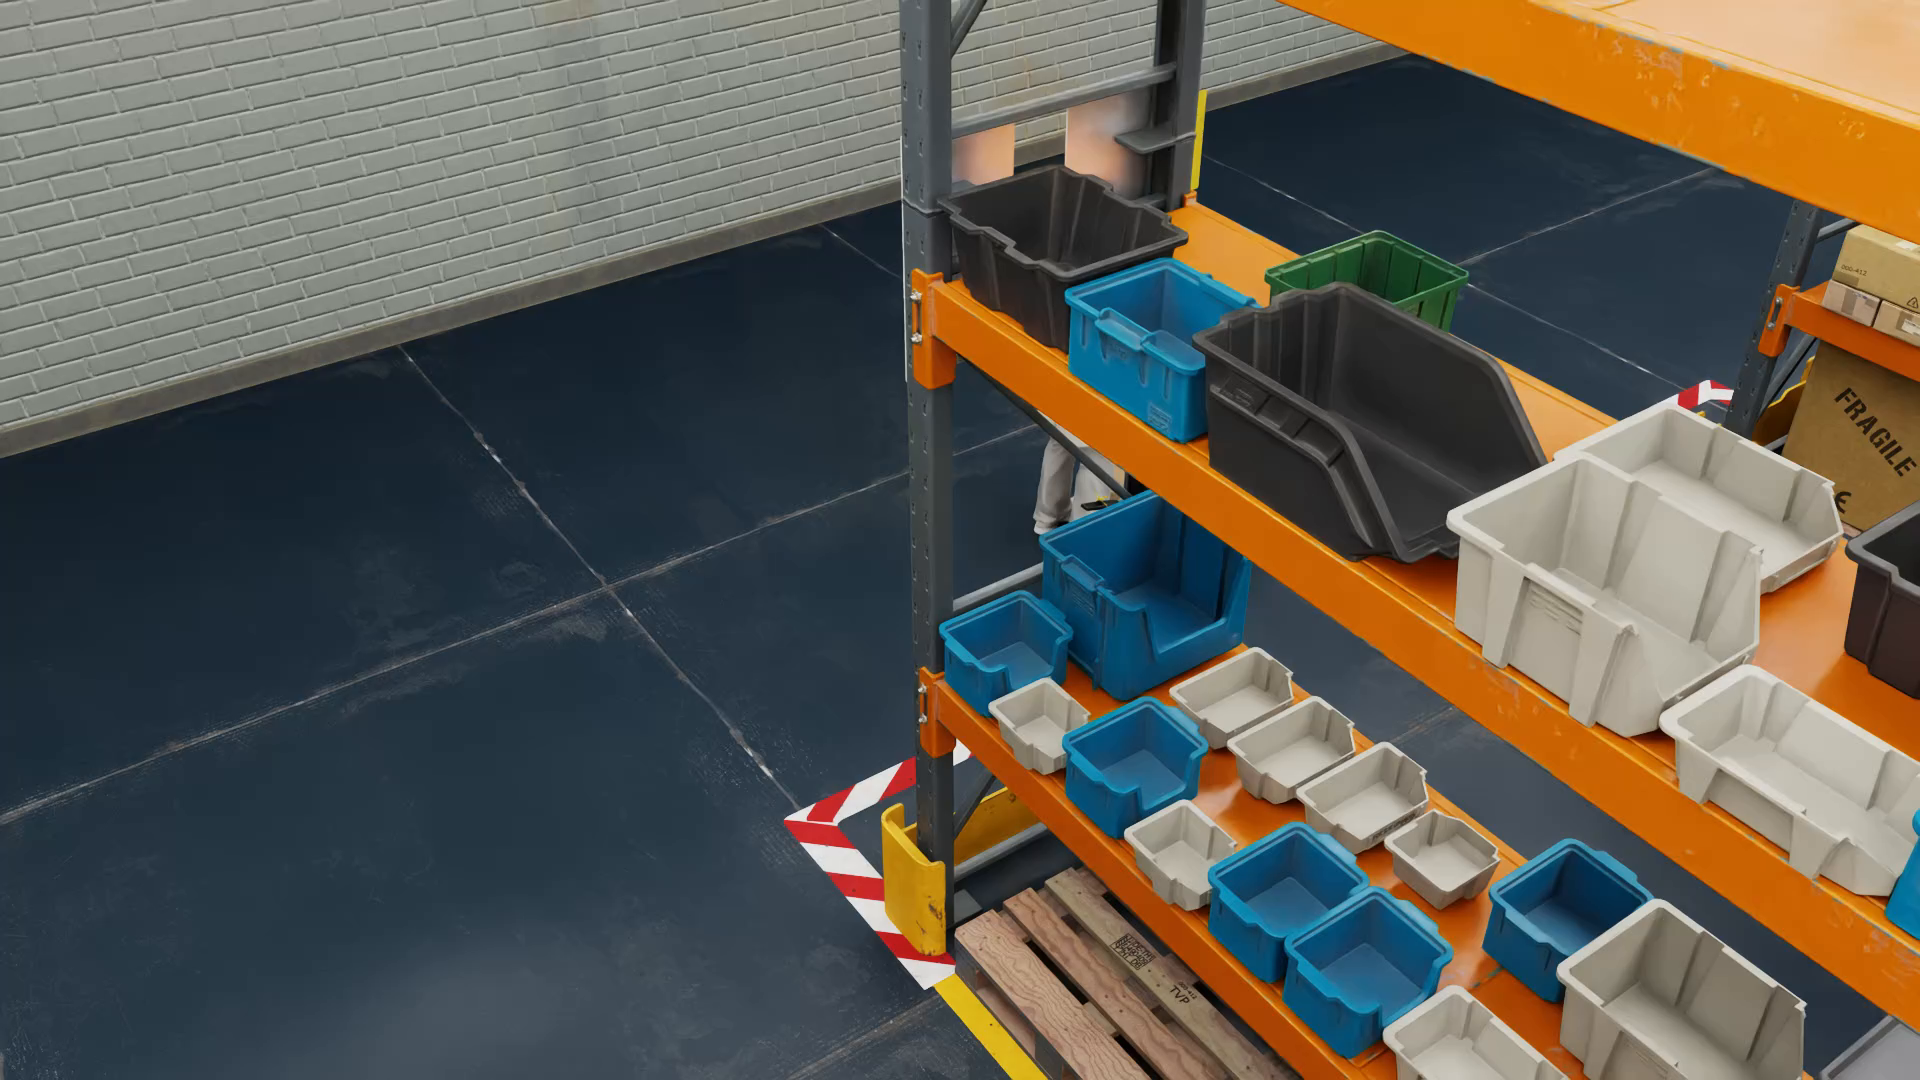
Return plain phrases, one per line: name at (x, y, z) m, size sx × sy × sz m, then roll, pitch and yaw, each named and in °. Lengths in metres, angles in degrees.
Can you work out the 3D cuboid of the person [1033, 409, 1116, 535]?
person at (0.581, -0.758, 8.064) m, size 0.423 × 1.775 × 0.643 m, roll -22°, pitch 41°, yaw -28°
